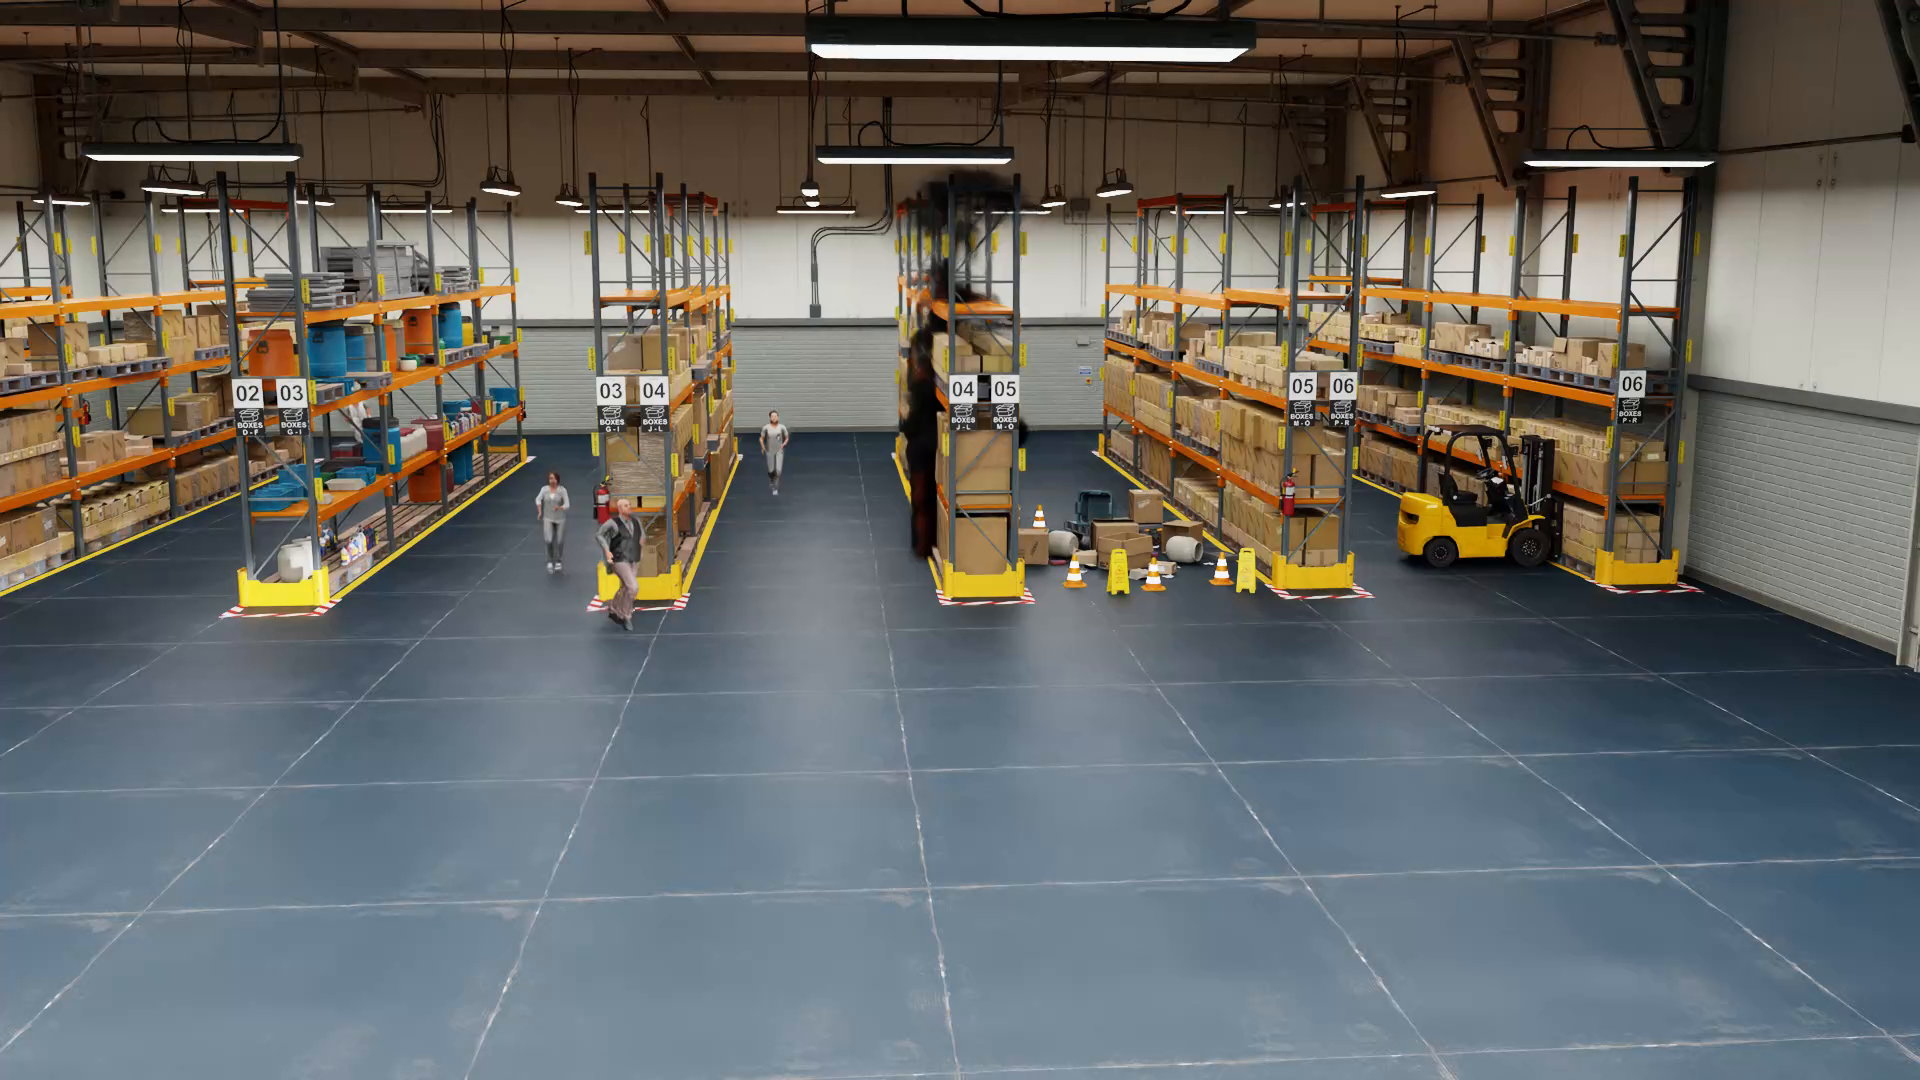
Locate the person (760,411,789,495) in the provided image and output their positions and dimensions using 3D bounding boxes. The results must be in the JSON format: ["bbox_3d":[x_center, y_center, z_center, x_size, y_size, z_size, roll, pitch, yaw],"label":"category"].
[{"bbox_3d":[-3.566,-1.683,31.997,0.565,1.610,0.525,-1,10,-8],"label":"person"}]

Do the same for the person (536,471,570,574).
[{"bbox_3d":[-6.262,-0.271,25.615,0.506,1.586,0.656,-2,10,-13],"label":"person"}]

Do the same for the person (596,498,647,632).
[{"bbox_3d":[-4.416,0.326,21.963,0.737,1.768,0.630,7,12,36],"label":"person"}]

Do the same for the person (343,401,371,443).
[{"bbox_3d":[-13.920,-2.622,38.551,0.720,1.730,0.622,-5,11,-27],"label":"person"}]
